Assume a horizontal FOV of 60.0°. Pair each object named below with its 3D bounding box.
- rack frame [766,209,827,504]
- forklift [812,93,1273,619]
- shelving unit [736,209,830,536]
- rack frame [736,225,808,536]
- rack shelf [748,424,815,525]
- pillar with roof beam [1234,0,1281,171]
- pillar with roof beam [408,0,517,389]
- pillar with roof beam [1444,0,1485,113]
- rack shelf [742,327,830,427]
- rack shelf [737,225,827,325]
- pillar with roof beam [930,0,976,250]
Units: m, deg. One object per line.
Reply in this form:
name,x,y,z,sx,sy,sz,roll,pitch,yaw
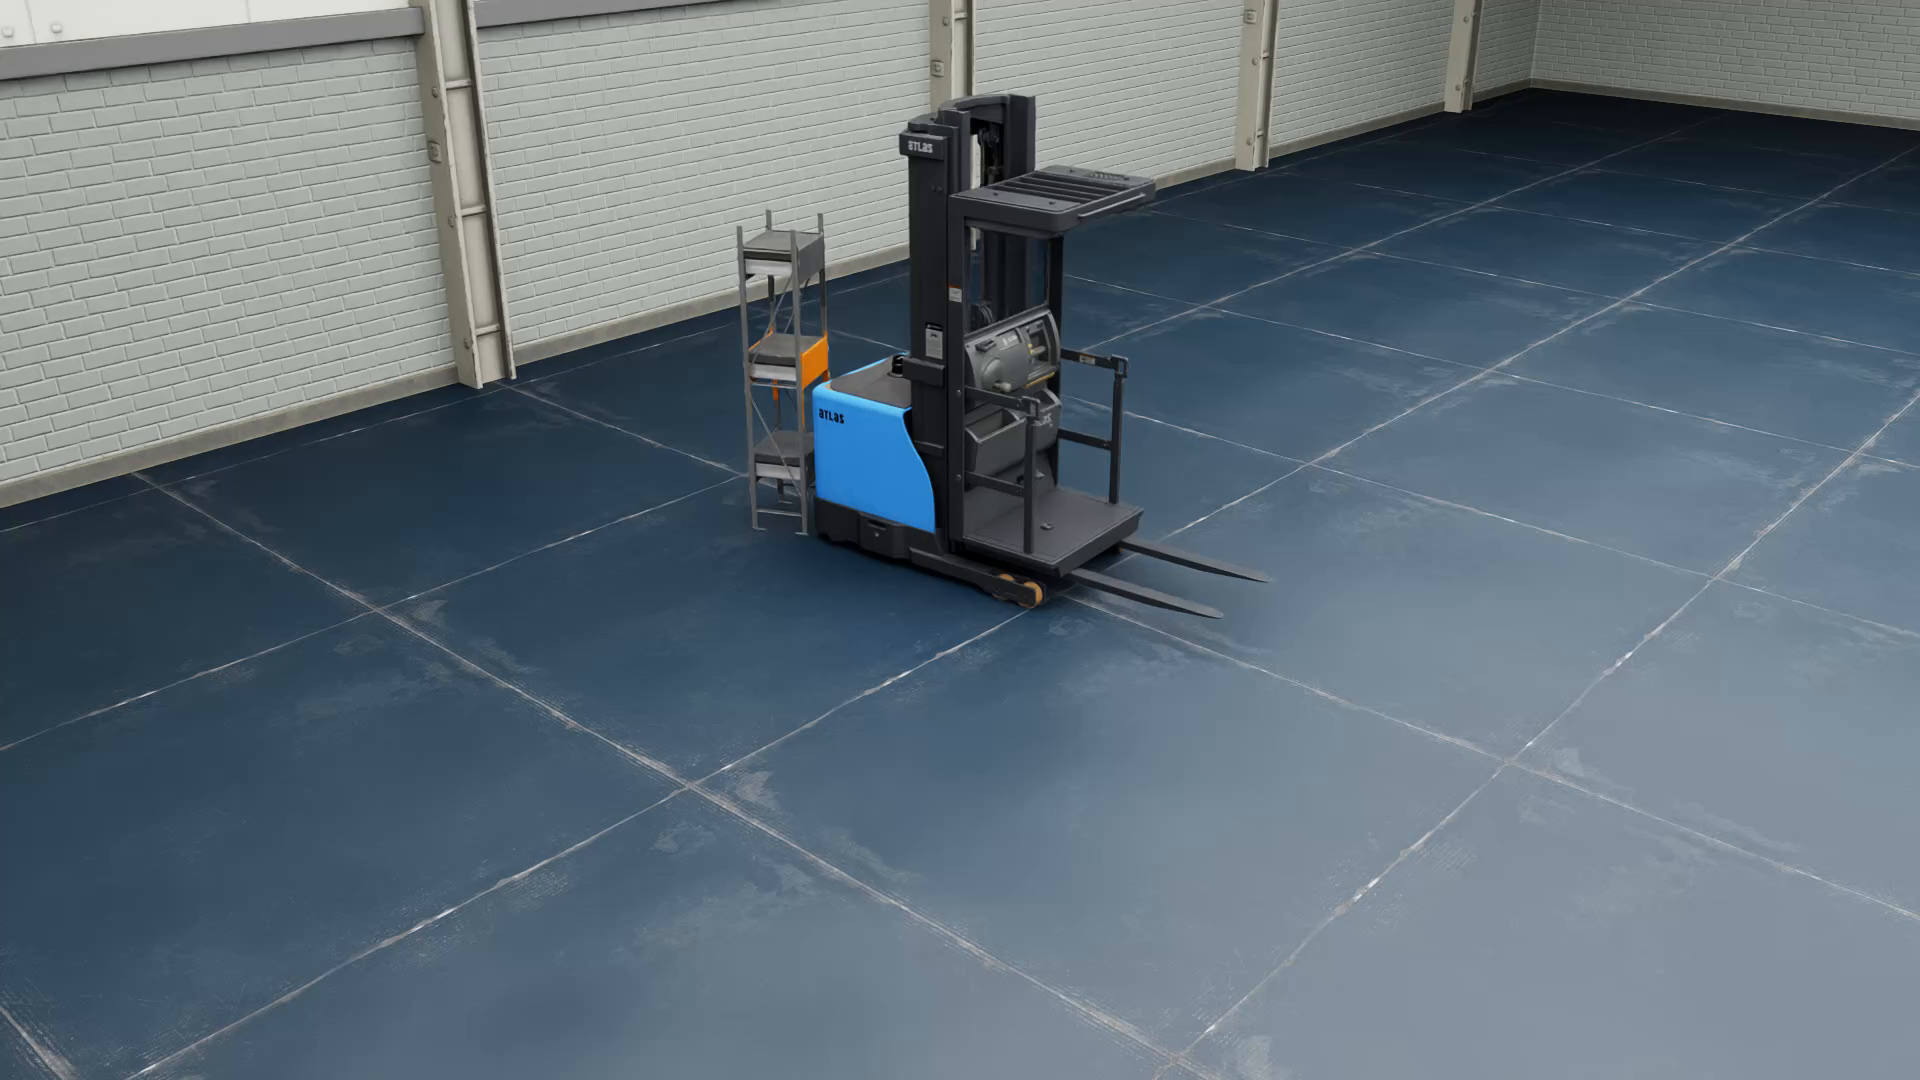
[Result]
rack frame,-1.092,-1.204,11.369,0.400,2.100,0.015,7,25,15
forklift,0.502,-1.156,10.247,3.031,2.935,1.130,17,29,33
shelving unit,-1.160,-1.110,11.155,0.431,2.100,0.503,7,25,15
rack frame,-1.228,-1.015,10.941,0.400,2.100,0.015,7,25,15
rack shelf,-1.161,-0.457,11.444,0.431,0.518,0.480,7,25,15
pillar with roof beam,7.137,-7.971,18.028,9.100,9.000,0.400,20,31,38
pillar with roof beam,-0.871,-4.315,9.874,9.100,9.000,0.400,20,31,38
pillar with roof beam,11.142,-9.799,22.105,9.100,9.000,0.400,20,31,38
rack shelf,-1.160,-1.097,11.160,0.431,0.518,0.480,7,25,15
rack shelf,-1.159,-1.737,10.877,0.431,0.518,0.480,7,25,15
pillar with roof beam,3.133,-6.143,13.951,9.100,9.000,0.400,20,31,38
